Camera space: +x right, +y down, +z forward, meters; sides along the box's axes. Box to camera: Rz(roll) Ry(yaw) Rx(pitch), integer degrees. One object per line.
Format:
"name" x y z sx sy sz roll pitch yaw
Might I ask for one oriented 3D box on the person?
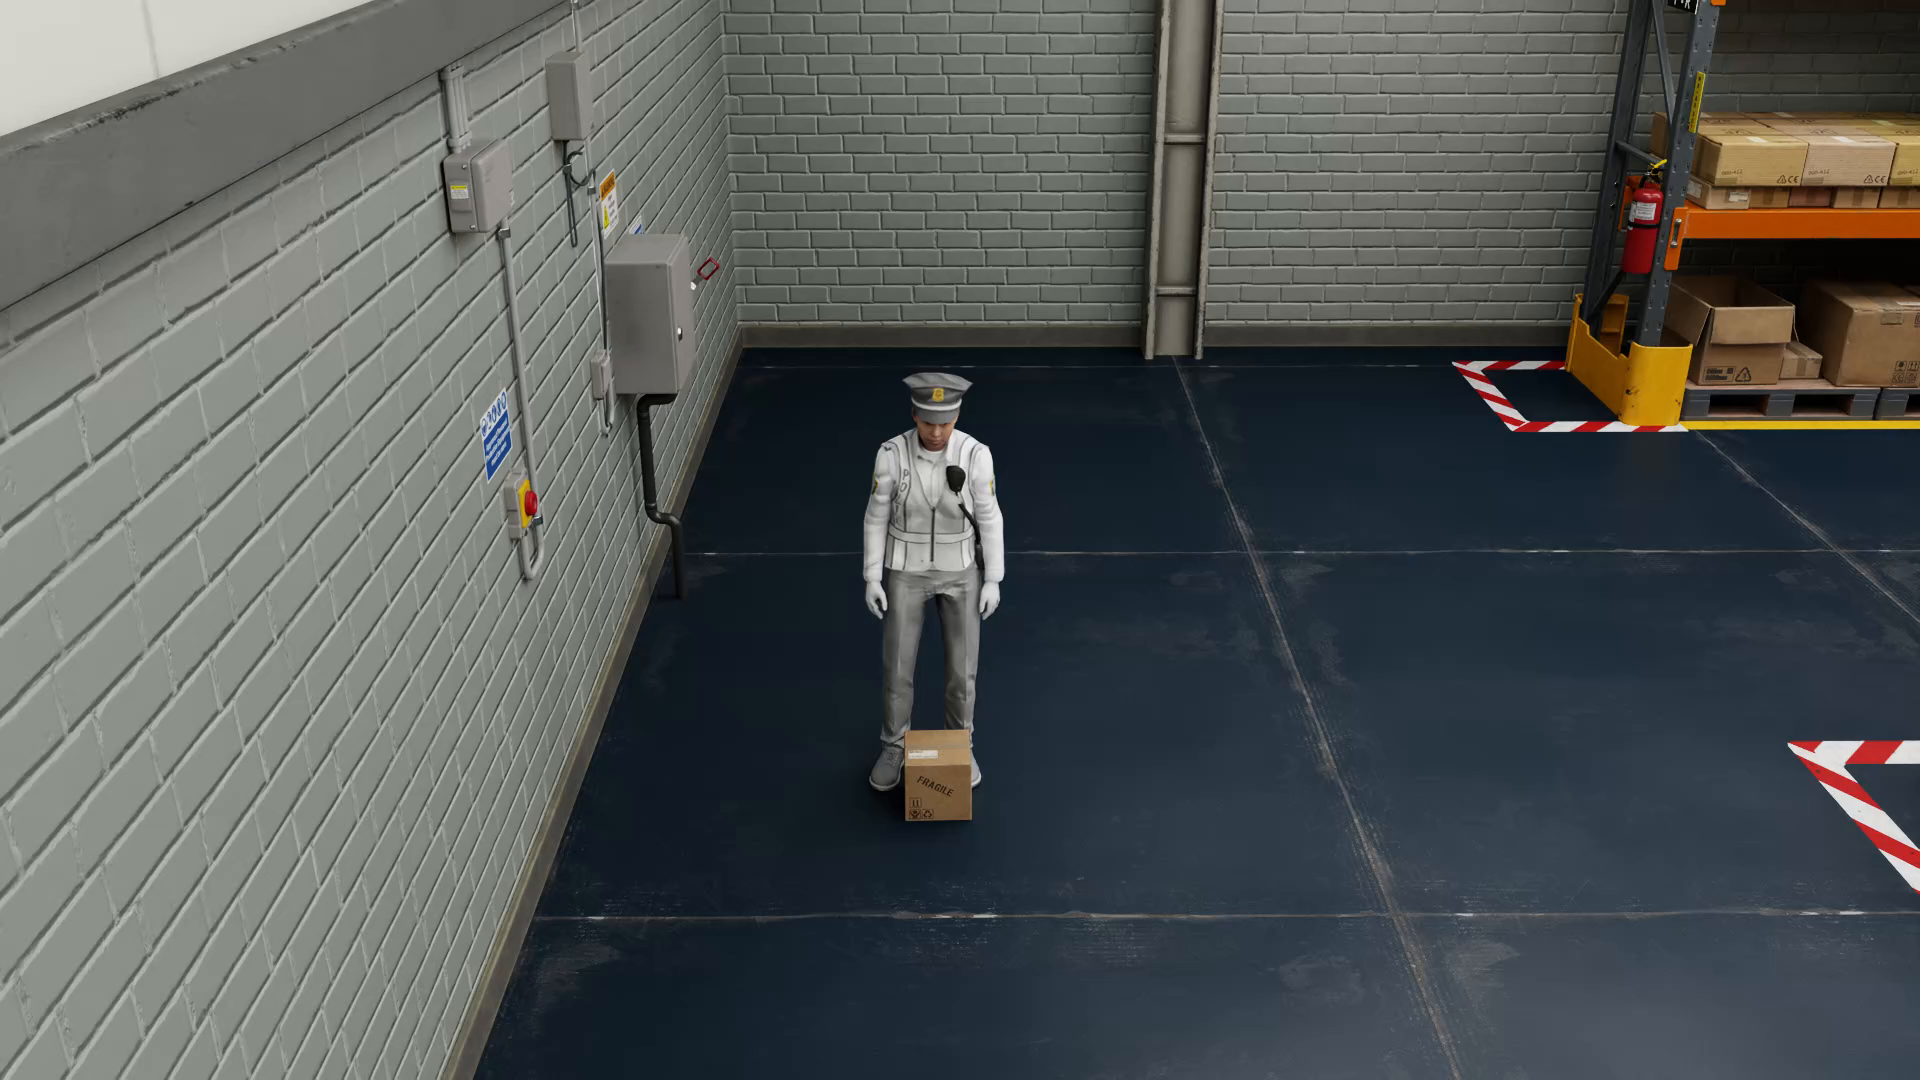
"person" -0.099 0.153 6.258 0.528 1.664 0.372 0 24 0
